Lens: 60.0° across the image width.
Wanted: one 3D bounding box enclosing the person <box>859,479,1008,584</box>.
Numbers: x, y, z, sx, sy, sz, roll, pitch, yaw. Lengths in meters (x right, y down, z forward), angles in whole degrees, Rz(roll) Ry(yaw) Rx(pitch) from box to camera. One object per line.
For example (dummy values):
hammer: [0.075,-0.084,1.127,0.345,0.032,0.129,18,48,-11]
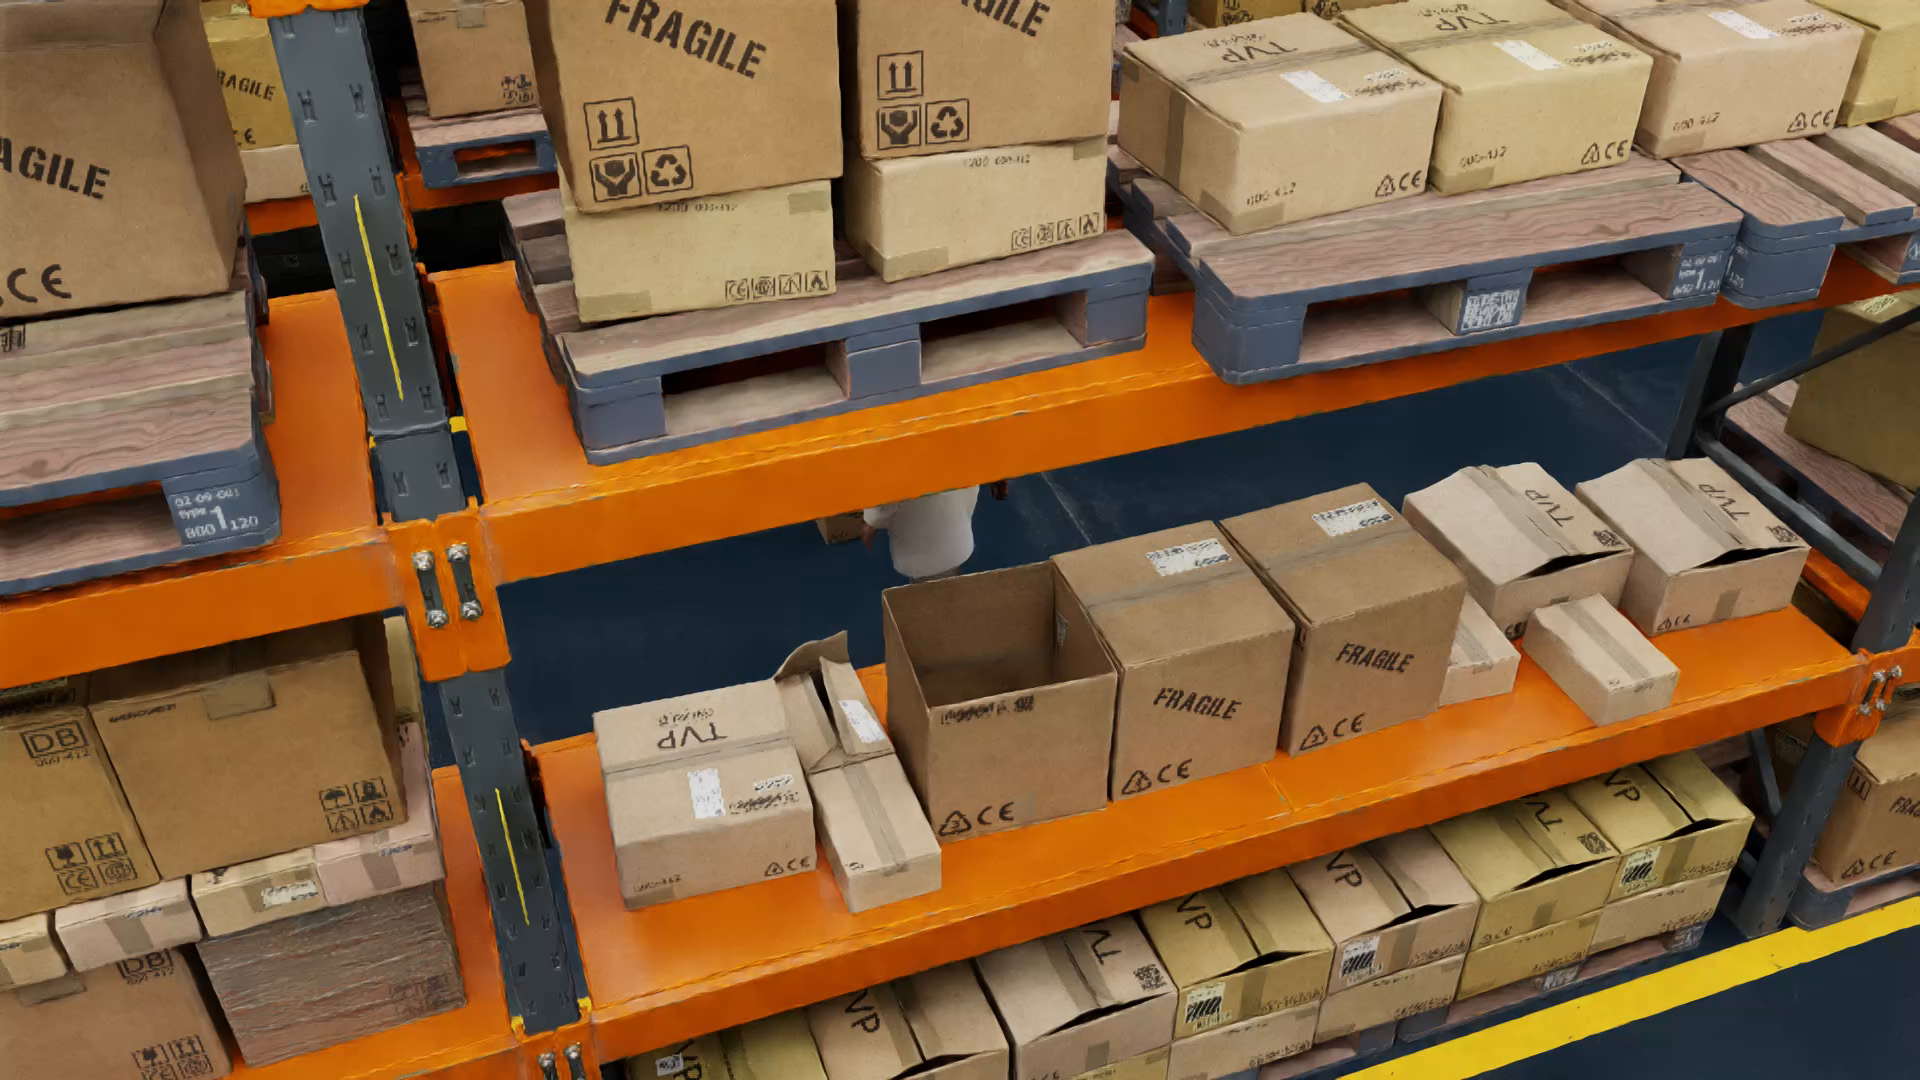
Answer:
person: [-0.058,-0.140,6.386,0.730,1.729,0.683,21,42,25]
